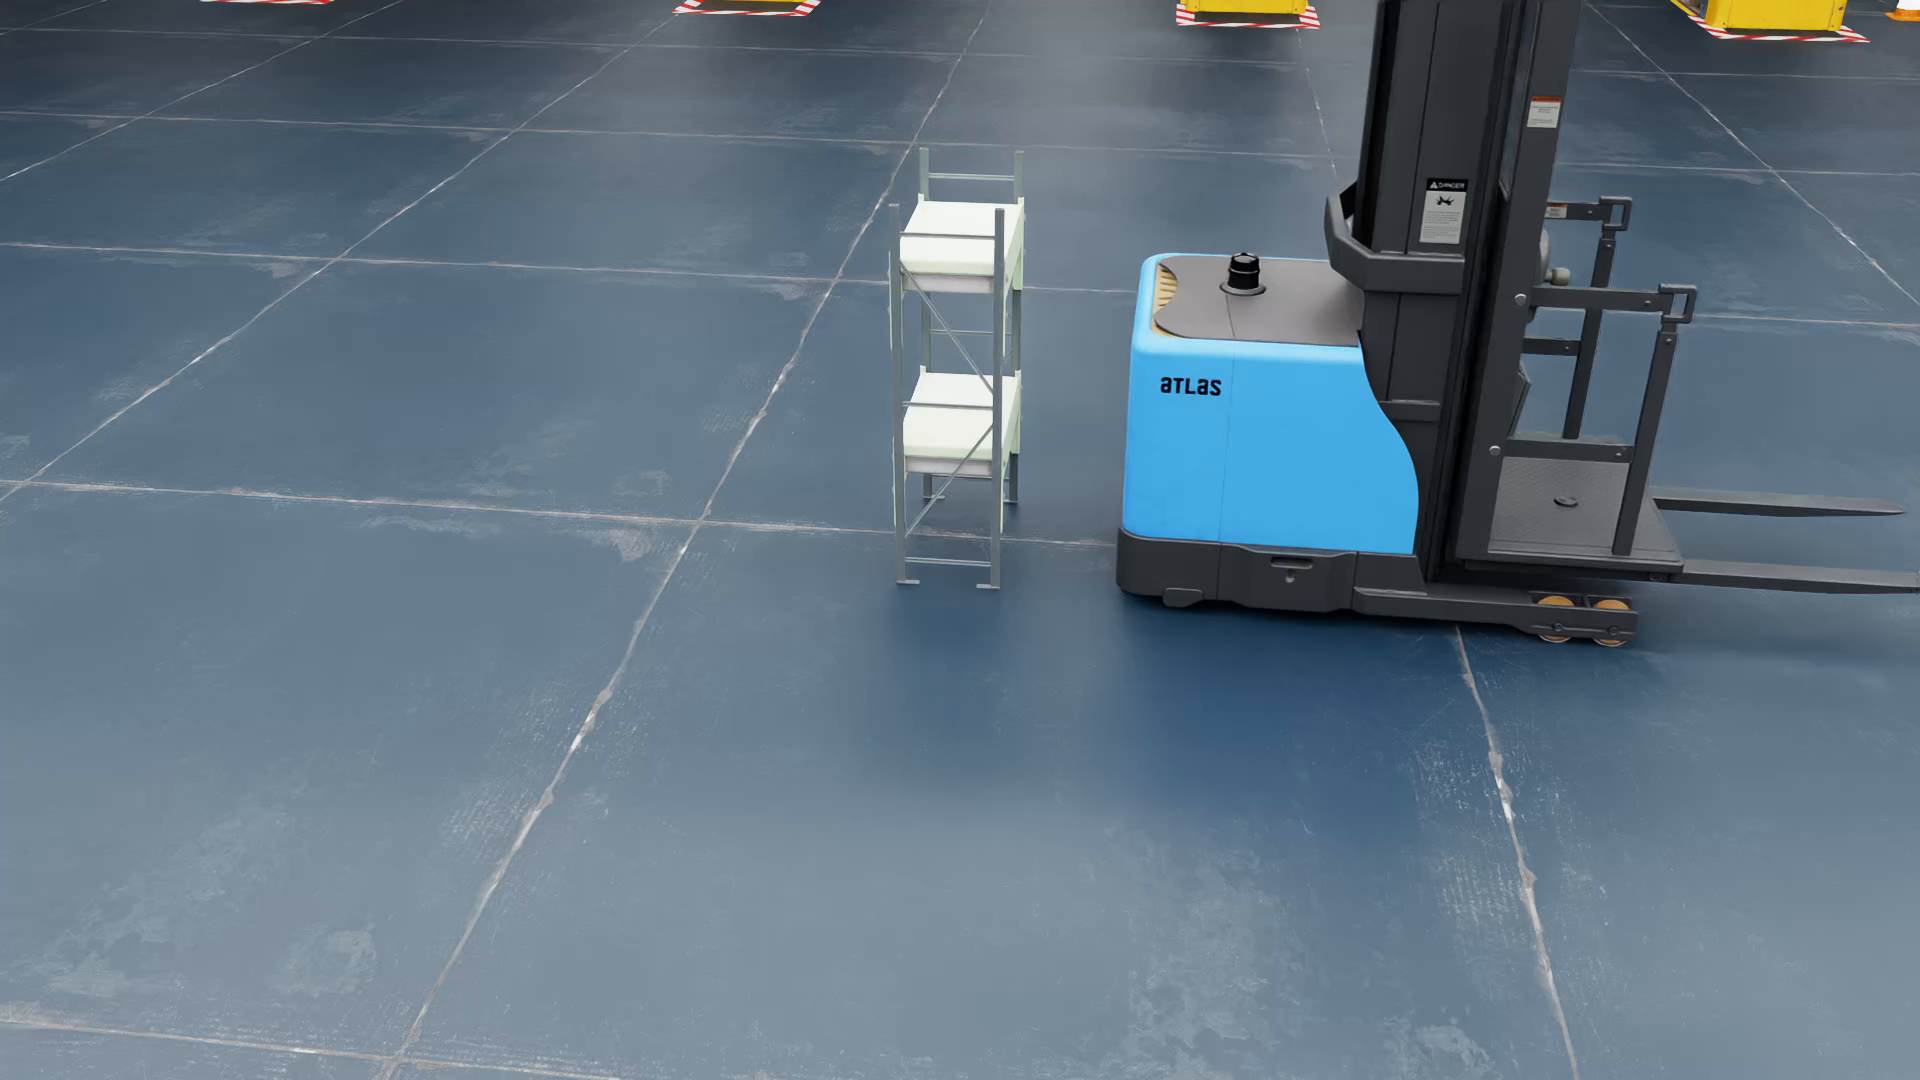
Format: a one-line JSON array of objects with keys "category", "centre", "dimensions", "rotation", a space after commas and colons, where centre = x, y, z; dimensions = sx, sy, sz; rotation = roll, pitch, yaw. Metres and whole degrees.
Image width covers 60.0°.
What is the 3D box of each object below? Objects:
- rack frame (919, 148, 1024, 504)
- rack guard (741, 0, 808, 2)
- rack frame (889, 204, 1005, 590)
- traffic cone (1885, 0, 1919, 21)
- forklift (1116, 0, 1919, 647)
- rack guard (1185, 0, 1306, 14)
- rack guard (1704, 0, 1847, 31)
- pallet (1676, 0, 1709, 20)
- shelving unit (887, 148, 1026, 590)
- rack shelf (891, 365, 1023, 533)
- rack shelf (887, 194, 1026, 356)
[{"category": "rack frame", "centre": [0.044, -0.829, 6.708], "dimensions": [0.400, 1.500, 0.023], "rotation": [3, 28, 6]}, {"category": "rack guard", "centre": [-2.126, -5.796, 16.981], "dimensions": [1.175, 0.500, 0.348], "rotation": [3, 28, 6]}, {"category": "rack frame", "centre": [-0.046, -0.485, 6.069], "dimensions": [0.400, 1.500, 0.023], "rotation": [3, 28, 6]}, {"category": "traffic cone", "centre": [9.211, -5.285, 16.071], "dimensions": [0.336, 0.463, 0.334], "rotation": [3, 28, 6]}, {"category": "forklift", "centre": [2.150, -1.174, 5.839], "dimensions": [3.031, 2.935, 1.130], "rotation": [4, 29, 7]}, {"category": "rack guard", "centre": [2.836, -5.505, 16.442], "dimensions": [1.175, 0.500, 0.348], "rotation": [3, 28, 6]}, {"category": "rack guard", "centre": [7.734, -5.122, 15.731], "dimensions": [1.175, 0.500, 0.348], "rotation": [3, 28, 6]}, {"category": "pallet", "centre": [7.757, -5.387, 16.527], "dimensions": [1.003, 0.211, 1.213], "rotation": [3, 28, 6]}, {"category": "shelving unit", "centre": [-0.001, -0.657, 6.388], "dimensions": [0.431, 1.500, 0.755], "rotation": [3, 28, 6]}, {"category": "rack shelf", "centre": [-0.001, -0.370, 6.543], "dimensions": [0.431, 0.370, 0.720], "rotation": [3, 28, 6]}, {"category": "rack shelf", "centre": [-0.001, -1.001, 6.203], "dimensions": [0.431, 0.370, 0.720], "rotation": [3, 28, 6]}]
